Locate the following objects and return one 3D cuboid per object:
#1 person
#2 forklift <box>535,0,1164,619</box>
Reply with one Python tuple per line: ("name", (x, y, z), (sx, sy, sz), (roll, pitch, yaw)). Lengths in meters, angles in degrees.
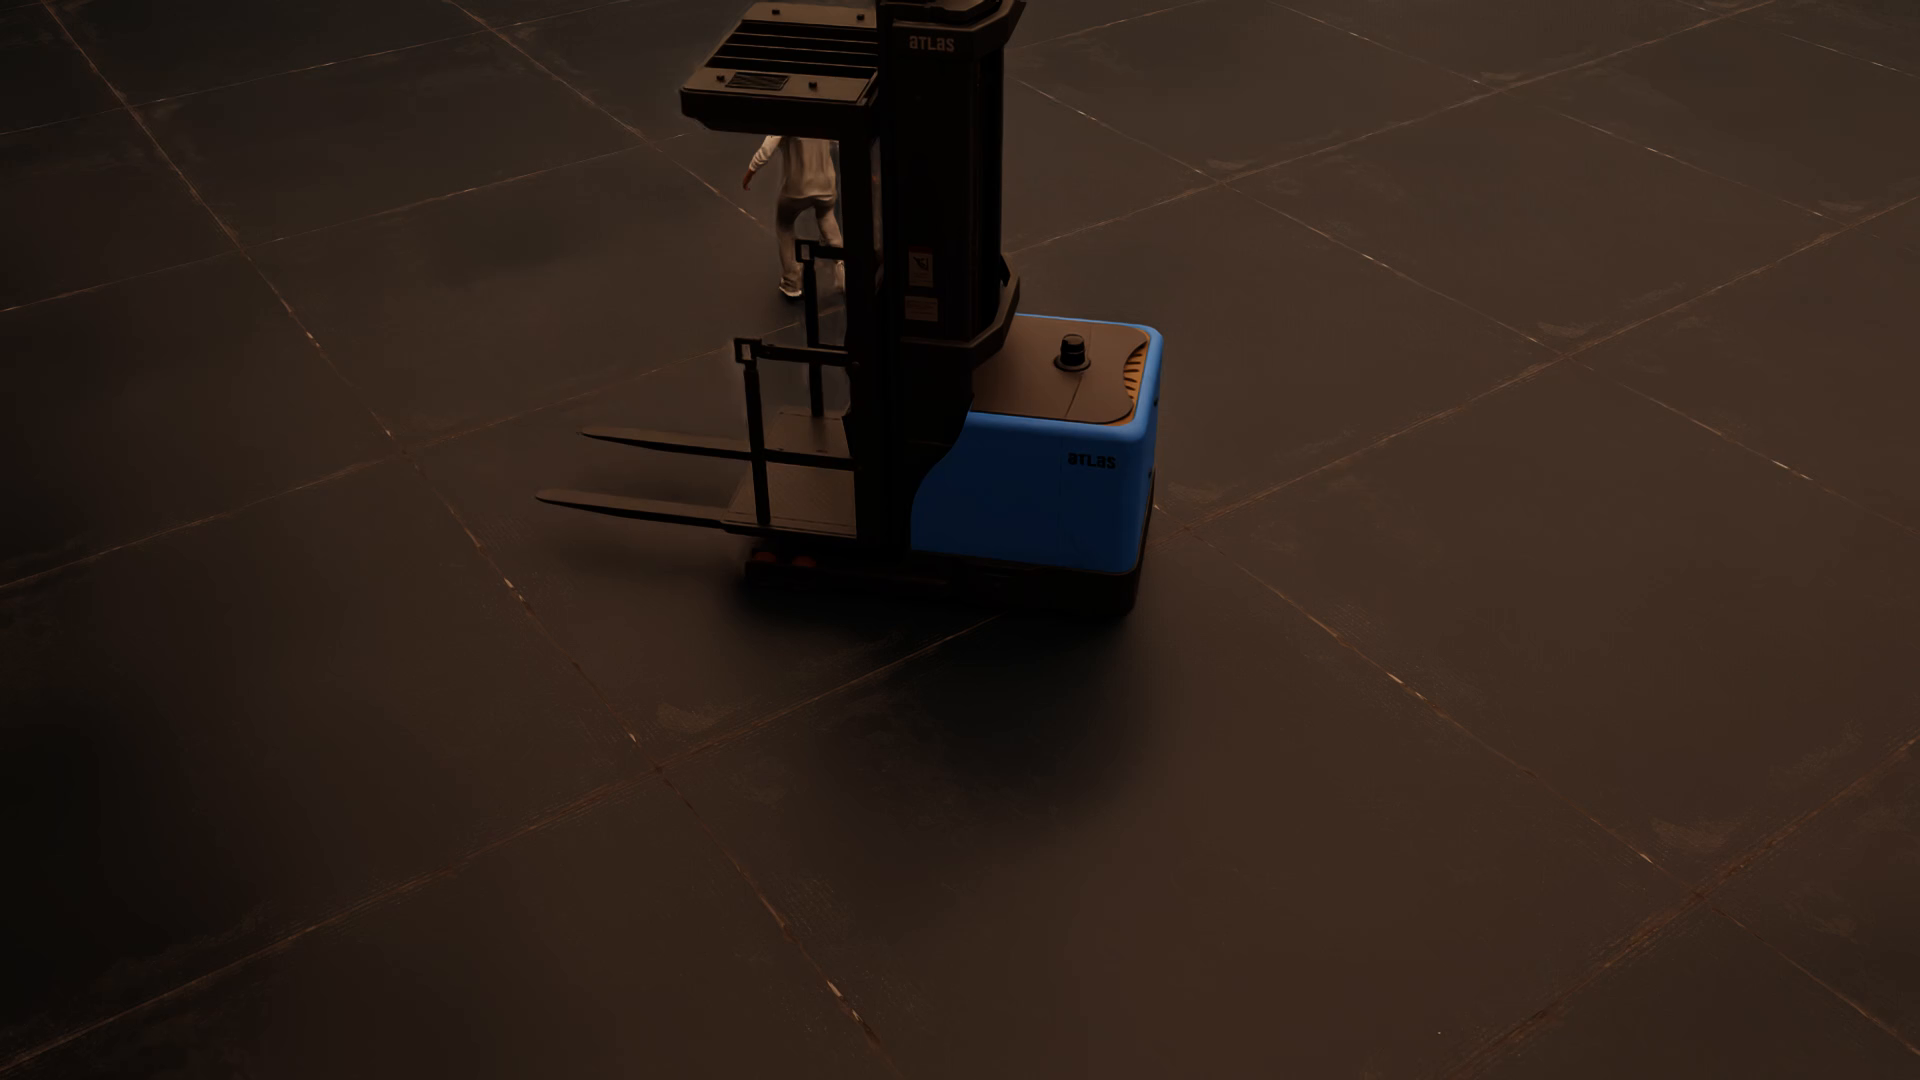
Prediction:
("person", (-0.894, -2.189, 10.191), (0.813, 1.423, 0.486), (-18, 40, -23))
("forklift", (-0.579, -1.234, 7.614), (3.031, 2.935, 1.130), (7, 37, 9))
